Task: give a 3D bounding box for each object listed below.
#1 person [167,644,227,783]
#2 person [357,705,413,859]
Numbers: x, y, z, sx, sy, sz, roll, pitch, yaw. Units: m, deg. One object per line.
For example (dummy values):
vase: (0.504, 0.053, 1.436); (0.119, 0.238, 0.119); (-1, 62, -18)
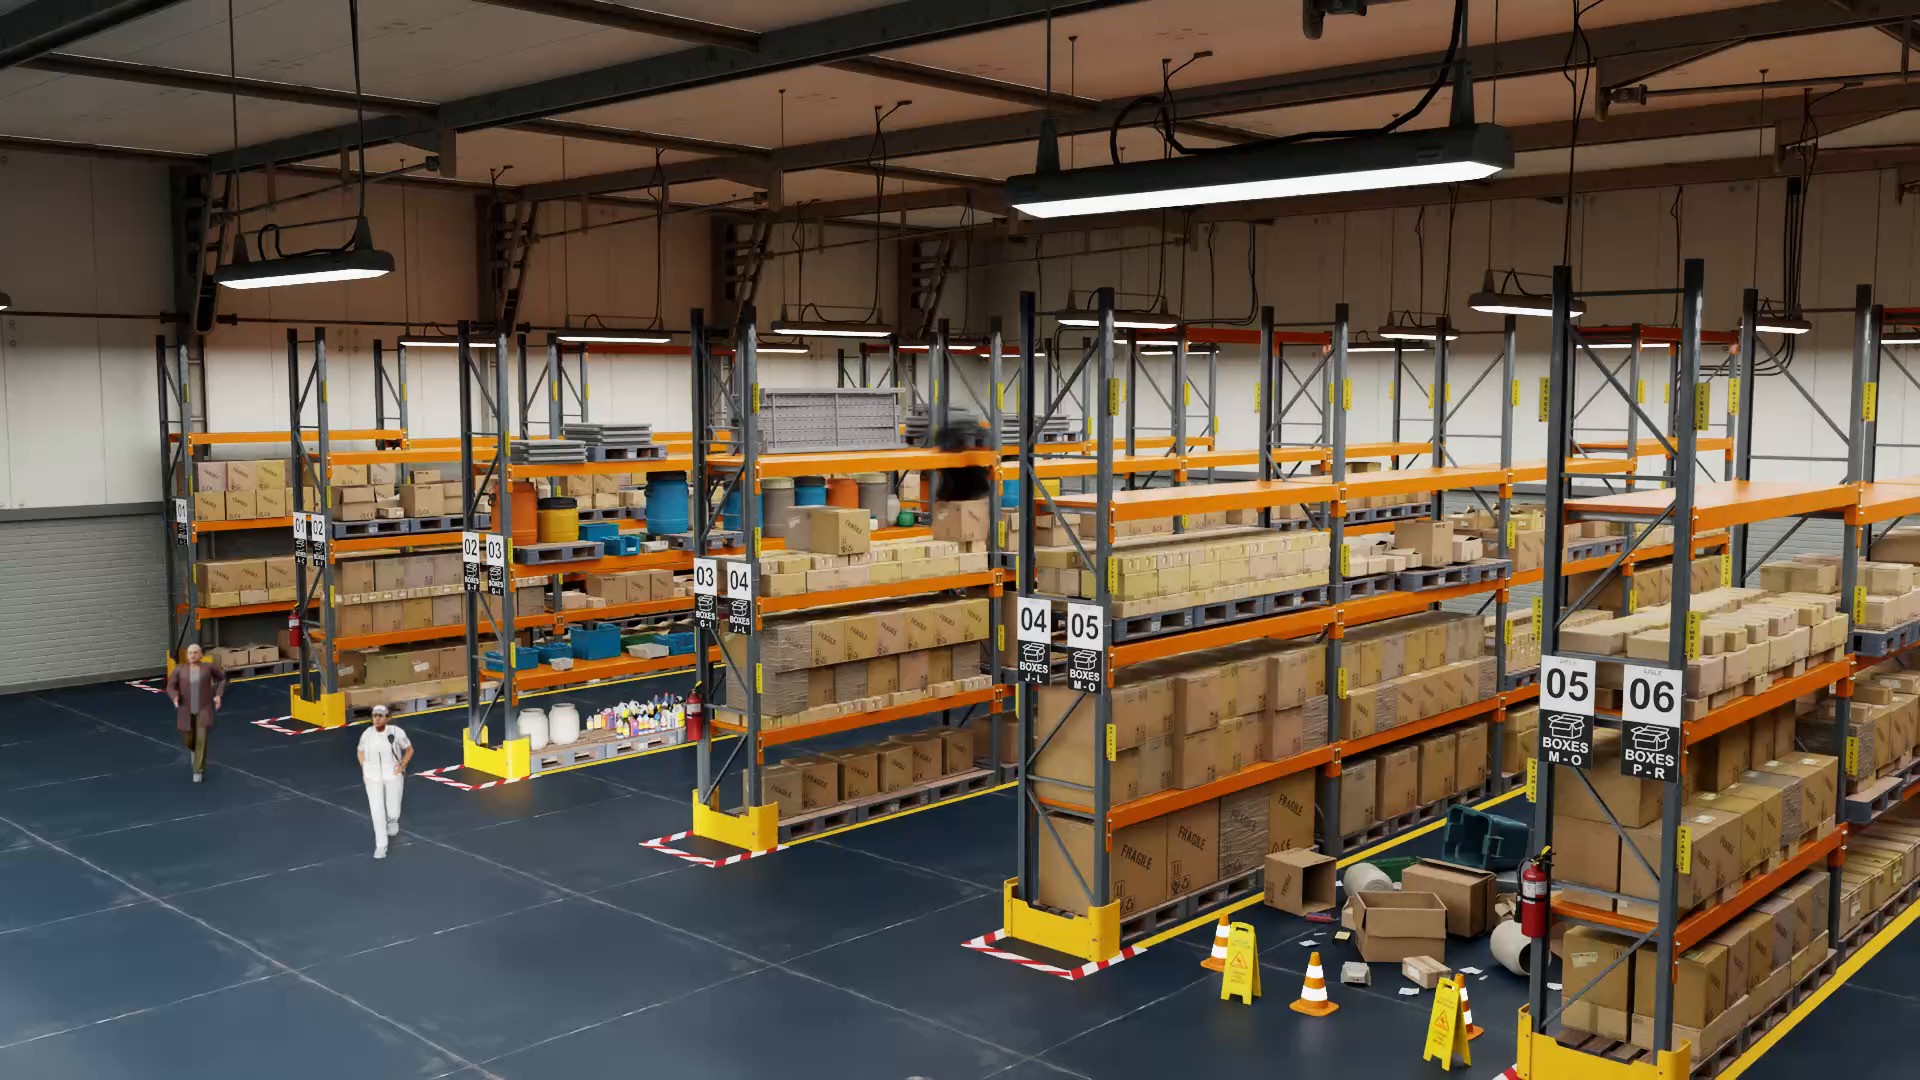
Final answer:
person: (-10.021, 2.240, 21.851); (0.721, 1.763, 0.950); (-2, 6, -18)
person: (-6.362, 2.635, 18.414); (0.607, 1.654, 0.677); (-1, 5, -11)
